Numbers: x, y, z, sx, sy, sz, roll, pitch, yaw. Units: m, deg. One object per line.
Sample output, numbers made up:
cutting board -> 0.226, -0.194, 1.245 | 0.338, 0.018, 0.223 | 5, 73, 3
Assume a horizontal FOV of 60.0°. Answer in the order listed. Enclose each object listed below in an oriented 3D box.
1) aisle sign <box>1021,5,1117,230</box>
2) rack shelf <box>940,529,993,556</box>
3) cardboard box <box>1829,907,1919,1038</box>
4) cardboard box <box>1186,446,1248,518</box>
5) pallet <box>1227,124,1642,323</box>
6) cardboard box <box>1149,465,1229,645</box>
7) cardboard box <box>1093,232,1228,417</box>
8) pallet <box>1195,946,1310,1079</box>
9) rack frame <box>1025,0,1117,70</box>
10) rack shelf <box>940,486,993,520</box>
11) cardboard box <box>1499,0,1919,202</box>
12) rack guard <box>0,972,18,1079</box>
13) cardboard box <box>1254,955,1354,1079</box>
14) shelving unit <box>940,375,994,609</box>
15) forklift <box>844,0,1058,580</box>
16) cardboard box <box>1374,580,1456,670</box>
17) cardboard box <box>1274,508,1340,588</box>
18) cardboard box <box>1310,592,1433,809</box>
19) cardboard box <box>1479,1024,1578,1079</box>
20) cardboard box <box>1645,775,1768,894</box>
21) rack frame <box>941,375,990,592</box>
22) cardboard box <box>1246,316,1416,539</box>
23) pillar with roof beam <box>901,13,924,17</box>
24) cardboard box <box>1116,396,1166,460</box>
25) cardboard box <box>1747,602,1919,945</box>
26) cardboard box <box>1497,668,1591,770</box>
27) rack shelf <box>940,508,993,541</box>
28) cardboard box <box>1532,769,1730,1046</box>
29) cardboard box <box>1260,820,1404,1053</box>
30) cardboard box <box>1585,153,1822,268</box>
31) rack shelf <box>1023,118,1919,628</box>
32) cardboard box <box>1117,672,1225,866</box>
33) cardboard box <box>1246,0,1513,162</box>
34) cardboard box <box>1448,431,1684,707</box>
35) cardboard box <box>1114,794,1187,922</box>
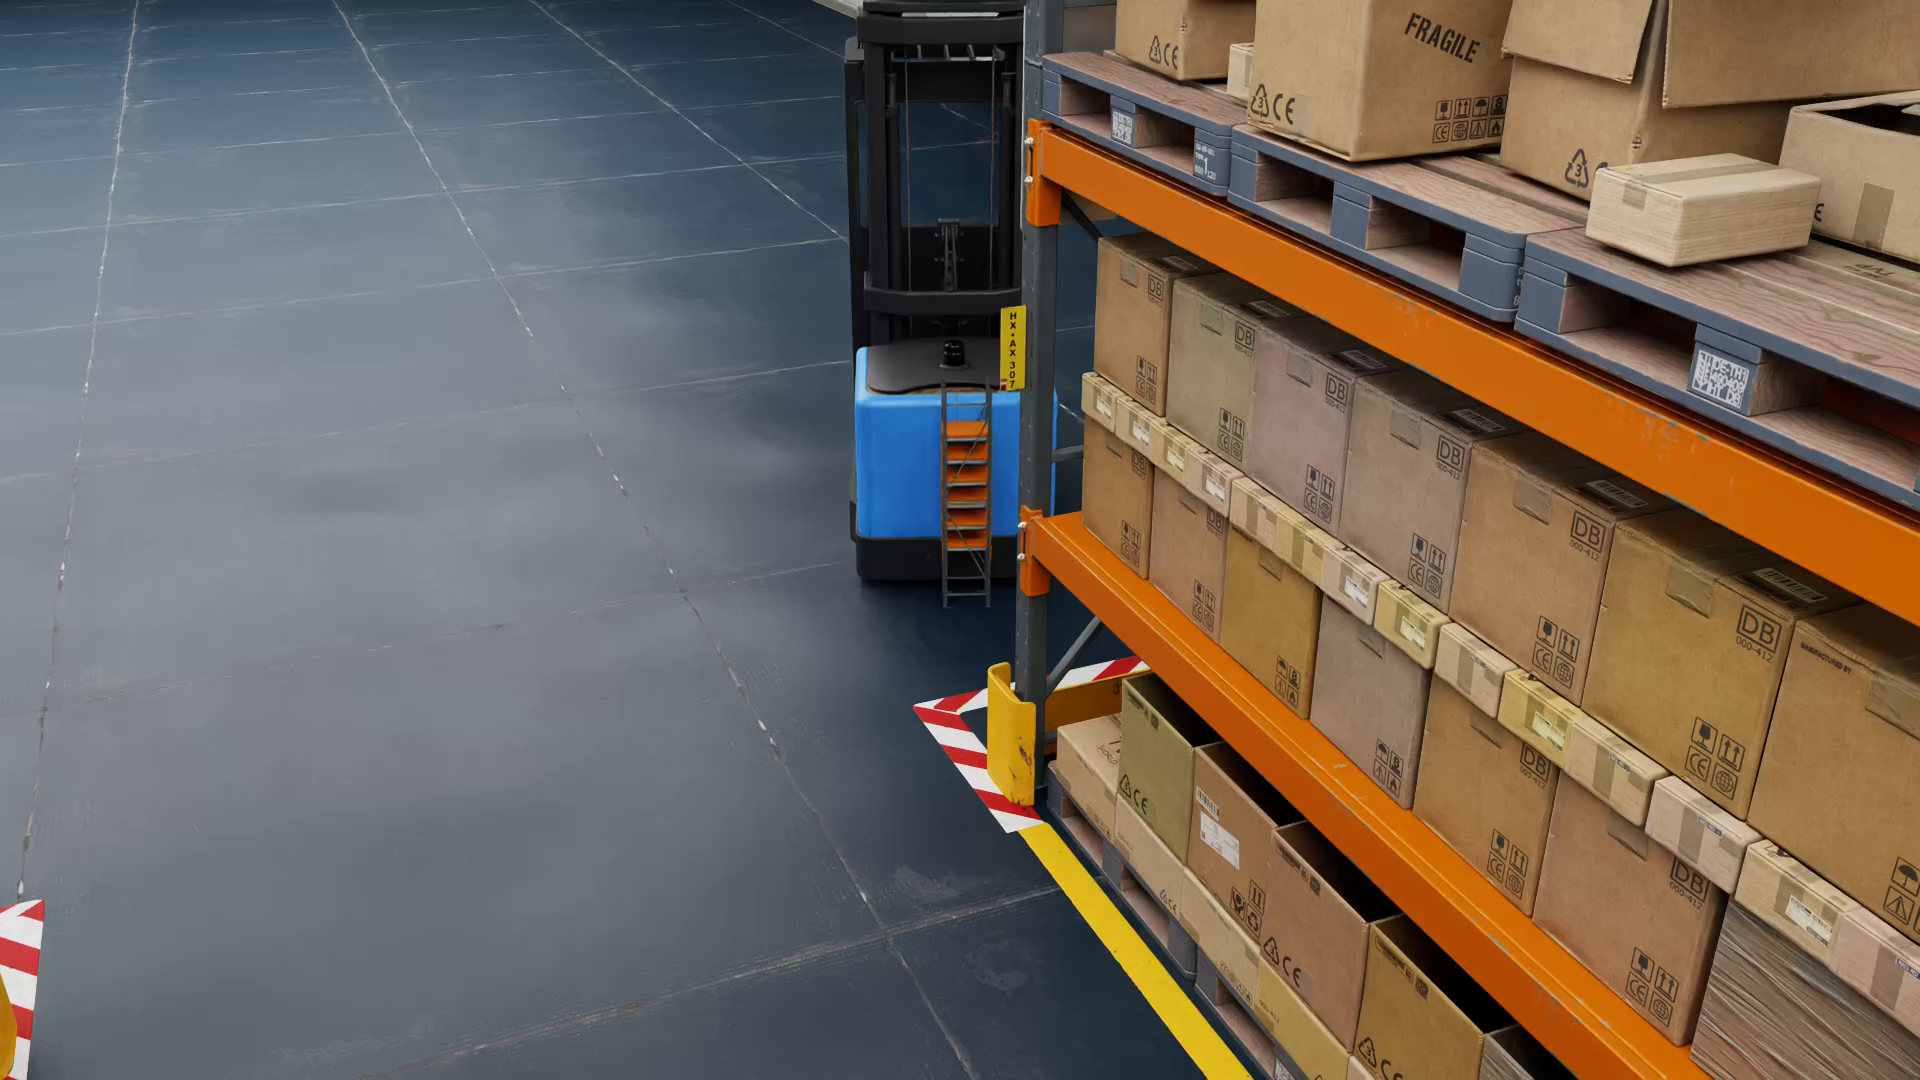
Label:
aisle sign -> 0.404, -1.526, 5.993 | 0.394, 0.787, 0.004 | -11, 28, -21
rack shelf -> 0.031, 0.026, 8.477 | 0.258, 0.103, 0.180 | -1, 26, -2
cardboard box -> 1.974, 0.822, 3.295 | 0.380, 0.149, 0.250 | -11, 28, -21
cardboard box -> 0.966, -0.216, 5.419 | 0.380, 0.149, 0.250 | -11, 28, -21
pallet -> 1.446, -0.909, 4.375 | 1.003, 0.211, 1.213 | -11, 28, -21
cardboard box -> 1.093, -0.027, 5.772 | 0.700, 0.500, 0.500 | -10, 28, -19
cardboard box -> 0.903, -0.800, 5.876 | 0.700, 0.500, 0.500 | -10, 28, -20
pallet -> 1.523, 1.662, 5.604 | 1.003, 0.211, 1.213 | -11, 28, -21
rack frame -> 0.711, -3.080, 5.301 | 1.000, 3.000, 0.127 | -11, 28, -21
rack shelf -> 0.031, -0.189, 8.371 | 0.258, 0.103, 0.180 | -1, 26, -2
cardboard box -> 1.749, -1.101, 3.912 | 0.797, 0.503, 0.637 | -7, 27, -15
rack guard -> -3.775, 1.612, 5.379 | 1.175, 0.500, 0.348 | -11, 28, -21
cardboard box -> 1.303, 1.524, 5.366 | 0.500, 0.250, 0.500 | -11, 28, -21
shelving unit -> 0.031, -0.229, 8.352 | 0.258, 1.200, 0.189 | -1, 26, -2
forklift -> -0.078, -1.713, 9.418 | 1.130, 2.935, 3.031 | -1, 26, -2
cardboard box -> 1.372, 0.202, 4.564 | 0.380, 0.149, 0.250 | -10, 28, -19
cardboard box -> 1.173, -0.005, 4.989 | 0.380, 0.149, 0.250 | -11, 28, -21
cardboard box -> 1.491, 0.386, 4.926 | 0.700, 0.500, 0.500 | -10, 28, -19
cardboard box -> 1.710, 1.587, 4.381 | 0.500, 0.500, 0.500 | -11, 28, -21
cardboard box -> 1.774, 0.616, 3.716 | 0.380, 0.149, 0.250 | -11, 28, -22
rack frame -> 0.027, -0.269, 8.434 | 0.240, 1.200, 0.006 | -1, 26, -2
cardboard box -> 1.312, -0.385, 5.027 | 0.700, 0.500, 0.500 | -10, 28, -20
pillar with roof beam -> -4.672, -10.325, 20.141 | 9.100, 9.000, 0.400 | -11, 28, -21
cardboard box -> 0.773, -0.419, 5.835 | 0.380, 0.149, 0.250 | -11, 28, -22
cardboard box -> 2.098, 0.425, 3.368 | 0.700, 0.500, 0.500 | -10, 28, -20
cardboard box -> 1.577, 0.411, 4.137 | 0.380, 0.149, 0.250 | -11, 28, -21
rack shelf -> 0.031, -0.081, 8.424 | 0.258, 0.103, 0.180 | -1, 26, -2
cardboard box -> 1.886, 0.796, 4.086 | 0.700, 0.500, 0.500 | -11, 28, -21
cardboard box -> 1.302, 1.187, 5.201 | 0.500, 0.500, 0.500 | -11, 28, -21
cardboard box -> 1.554, -0.696, 3.485 | 0.380, 0.149, 0.250 | -11, 28, -21
rack shelf -> 1.495, -0.601, 4.463 | 1.077, 0.370, 4.000 | -11, 28, -21
cardboard box -> 0.914, 0.782, 6.029 | 0.500, 0.500, 0.500 | -11, 28, -21
cardboard box -> 1.110, -1.311, 4.345 | 0.500, 0.500, 0.500 | -11, 28, -21
cardboard box -> 1.704, 0.019, 4.200 | 0.700, 0.500, 0.500 | -11, 28, -21
cardboard box -> 0.916, 1.119, 6.195 | 0.500, 0.250, 0.500 | -11, 28, -21
